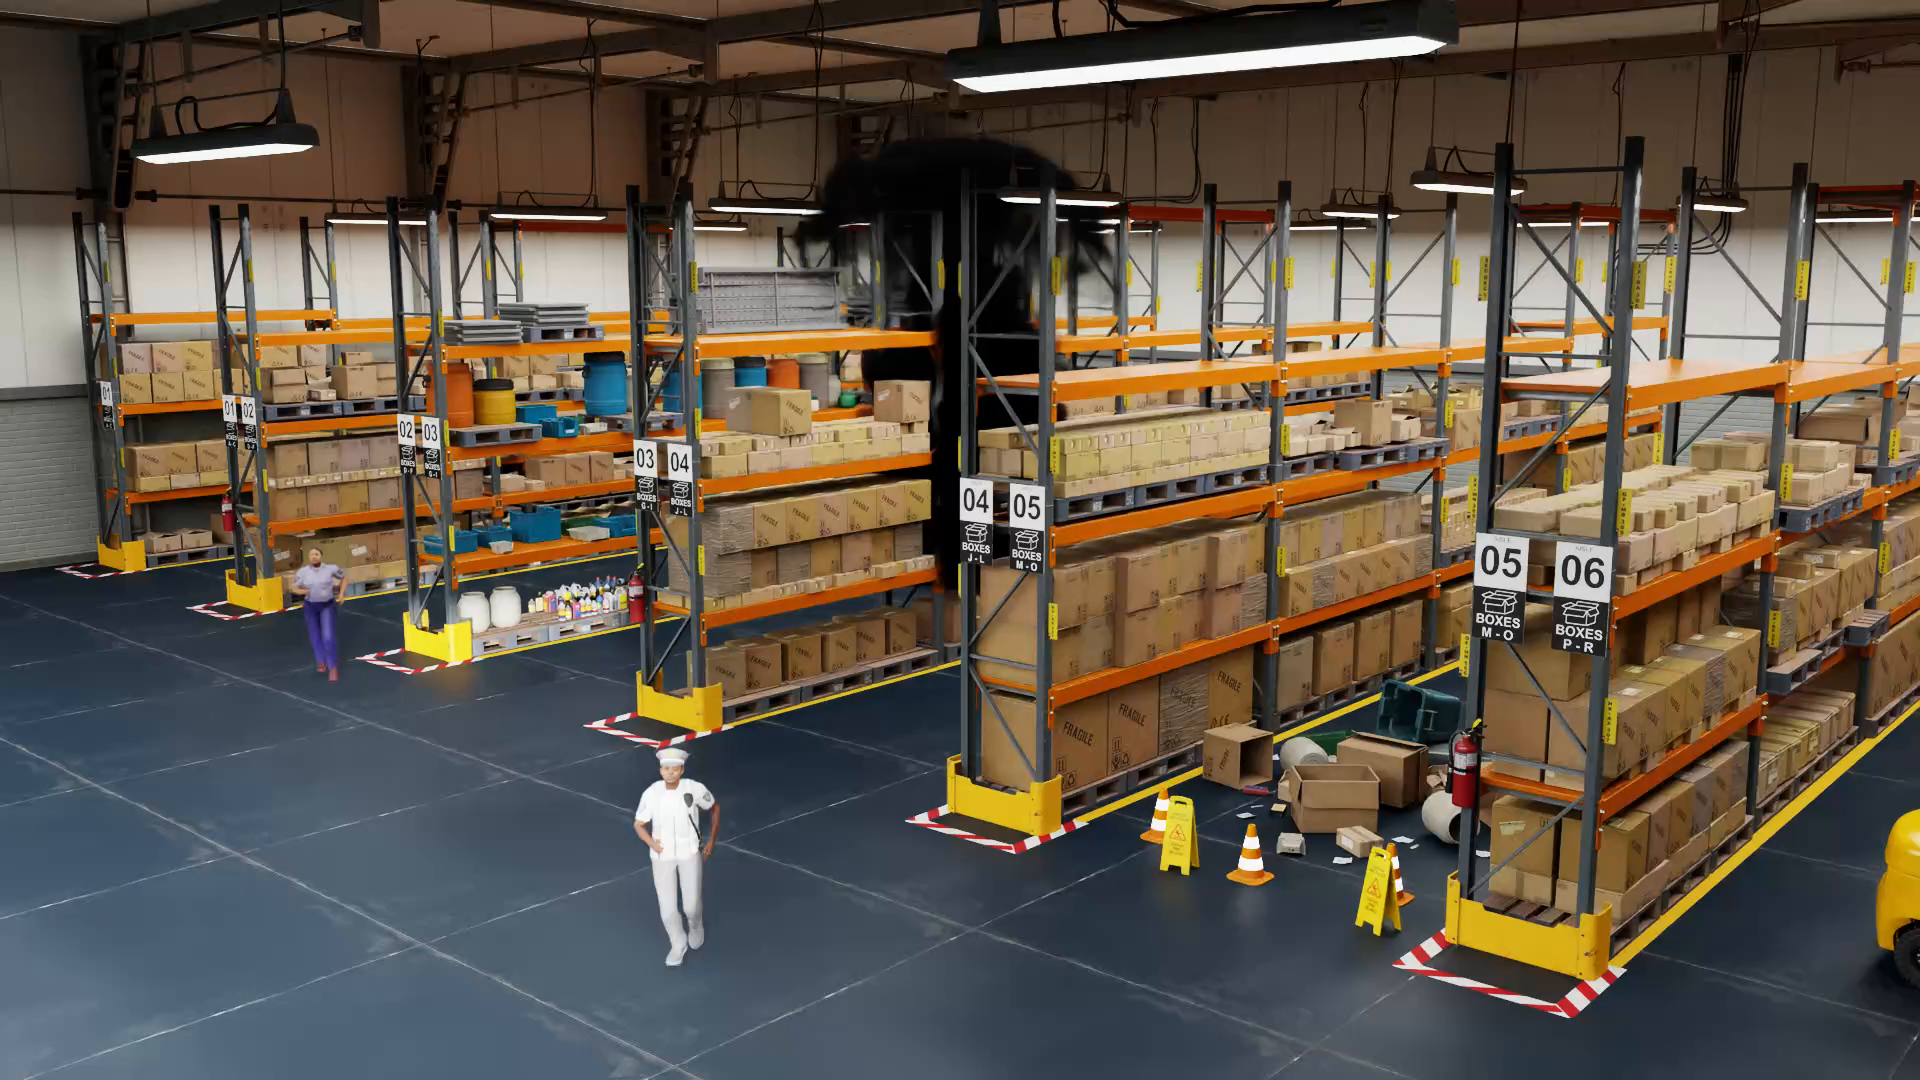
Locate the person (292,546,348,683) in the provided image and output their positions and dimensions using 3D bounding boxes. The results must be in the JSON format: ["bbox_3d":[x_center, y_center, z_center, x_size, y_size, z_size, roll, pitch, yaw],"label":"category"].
[{"bbox_3d":[-8.016,0.913,20.842,0.622,1.702,0.708,-2,10,-9],"label":"person"}]

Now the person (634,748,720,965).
[{"bbox_3d":[-2.081,2.338,12.218,0.624,1.671,0.525,-1,10,-5],"label":"person"}]

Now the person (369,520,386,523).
[{"bbox_3d":[-10.151,-0.473,29.113,0.615,1.658,0.541,5,11,27],"label":"person"}]
